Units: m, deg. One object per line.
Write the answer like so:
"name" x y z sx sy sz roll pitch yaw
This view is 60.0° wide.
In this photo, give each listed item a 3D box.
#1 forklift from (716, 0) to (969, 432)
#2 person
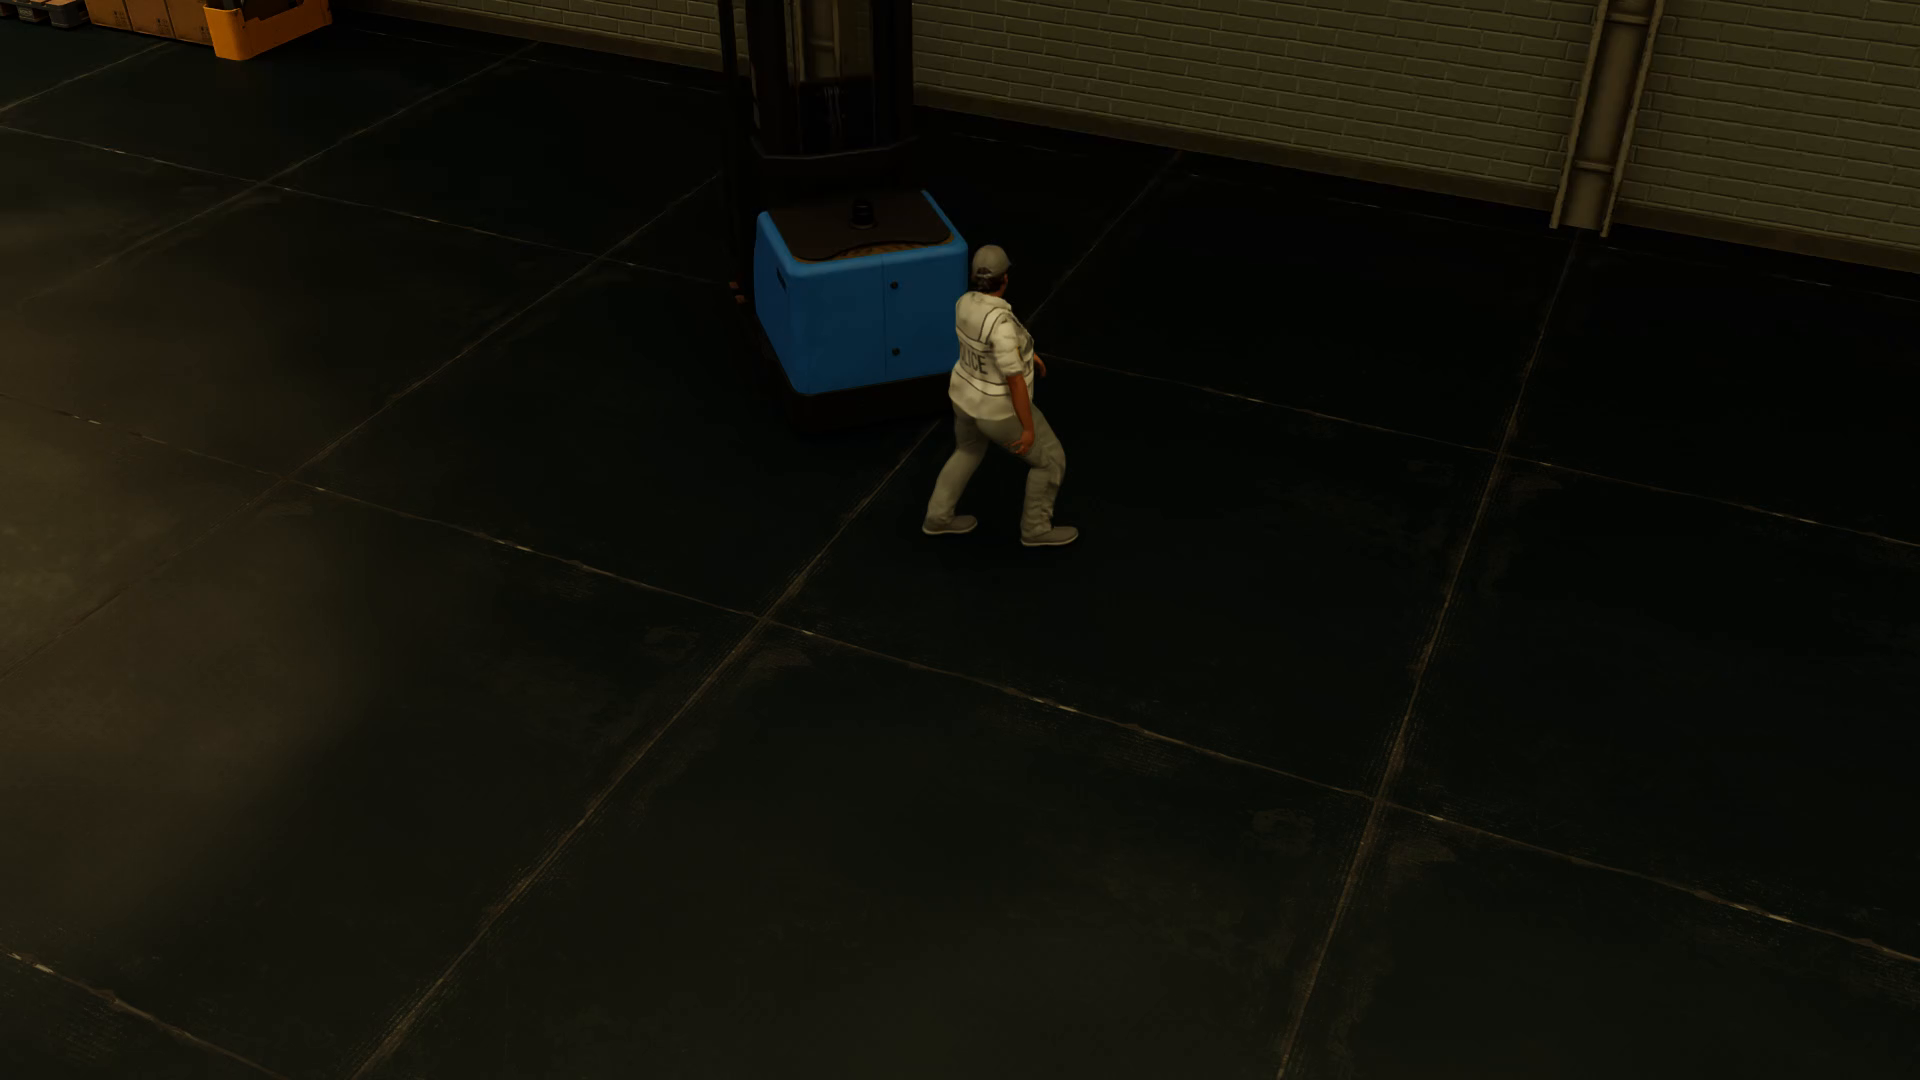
"forklift" -0.883 -2.651 9.804 1.130 2.935 3.031 -11 37 -15
"person" 0.216 -0.685 8.200 0.702 1.599 0.619 -22 41 -28
